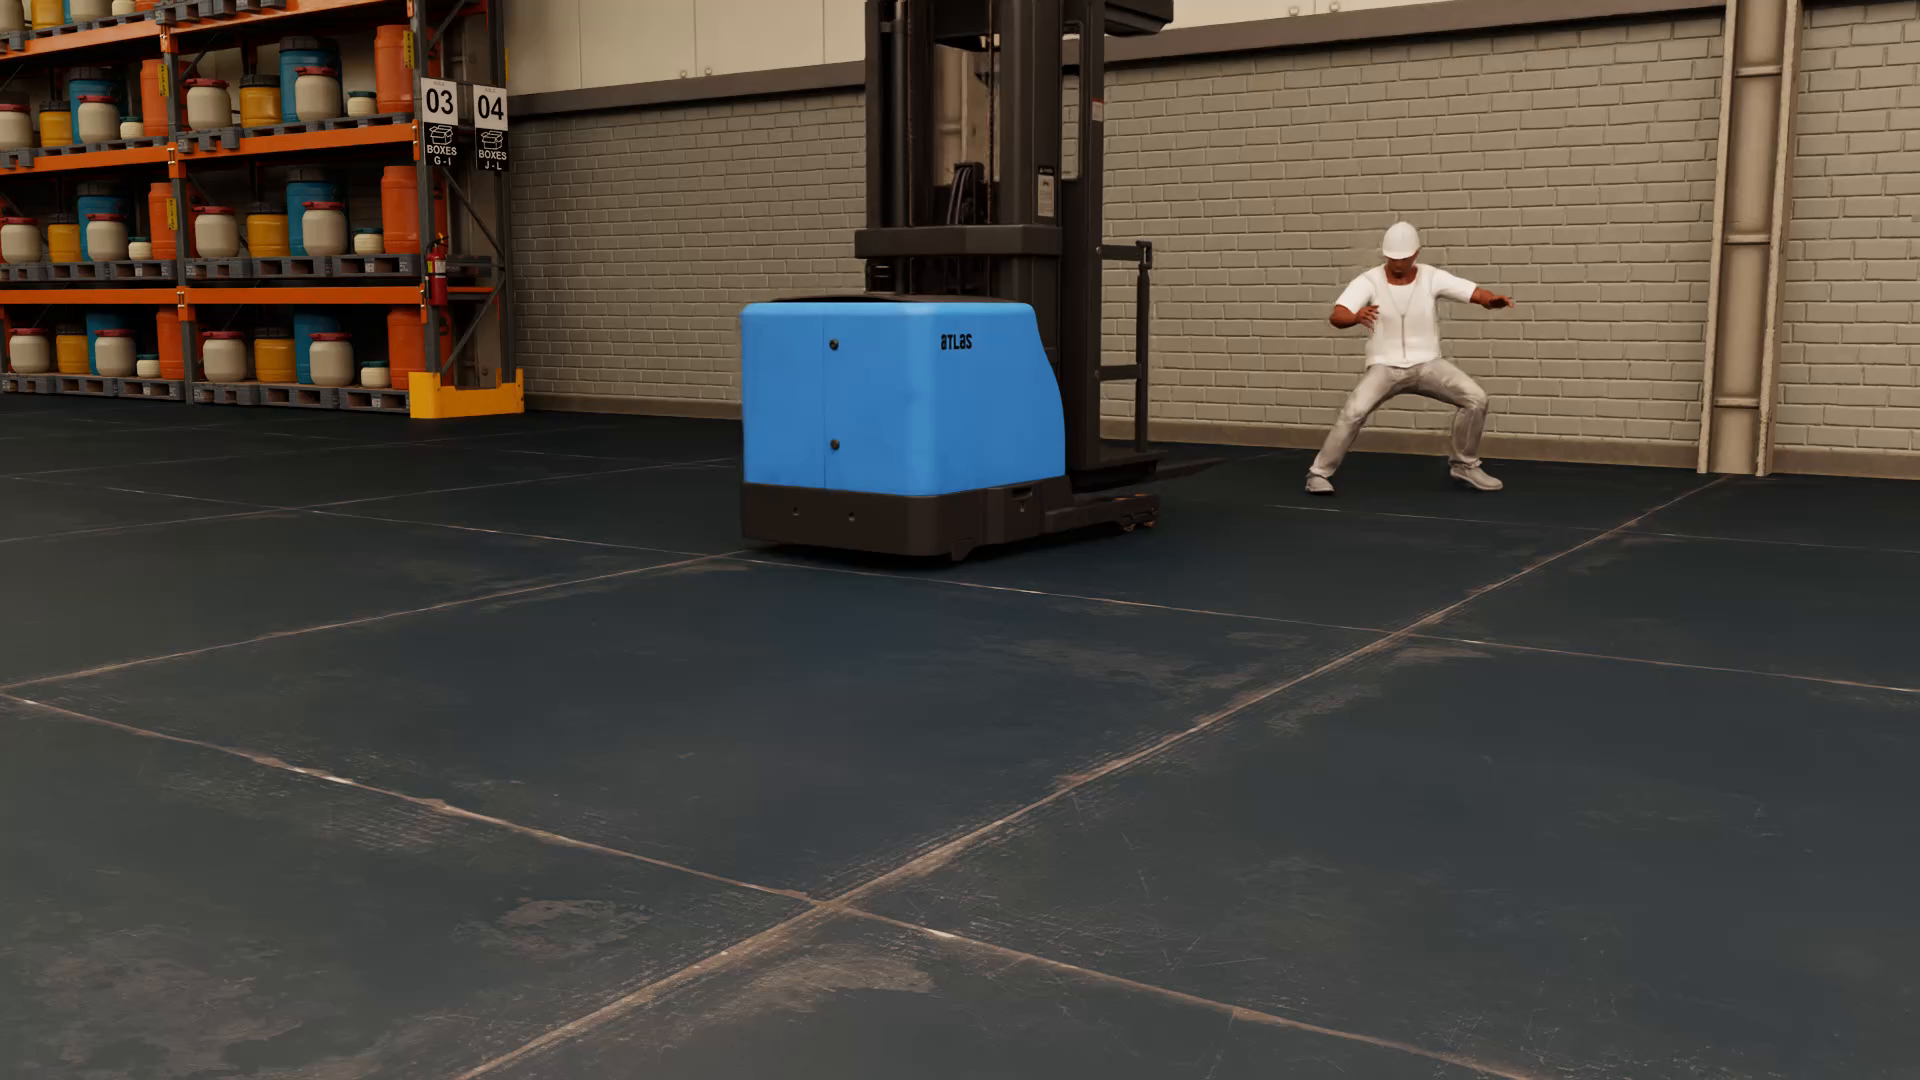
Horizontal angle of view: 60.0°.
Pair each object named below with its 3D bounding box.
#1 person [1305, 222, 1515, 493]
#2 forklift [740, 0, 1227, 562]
[{"bbox_3d":[2.535,-1.025,9.400,1.099,1.530,0.744,2,8,12],"label":"person"},{"bbox_3d":[0.314,-1.525,7.917,1.130,2.935,3.031,6,10,35],"label":"forklift"}]
